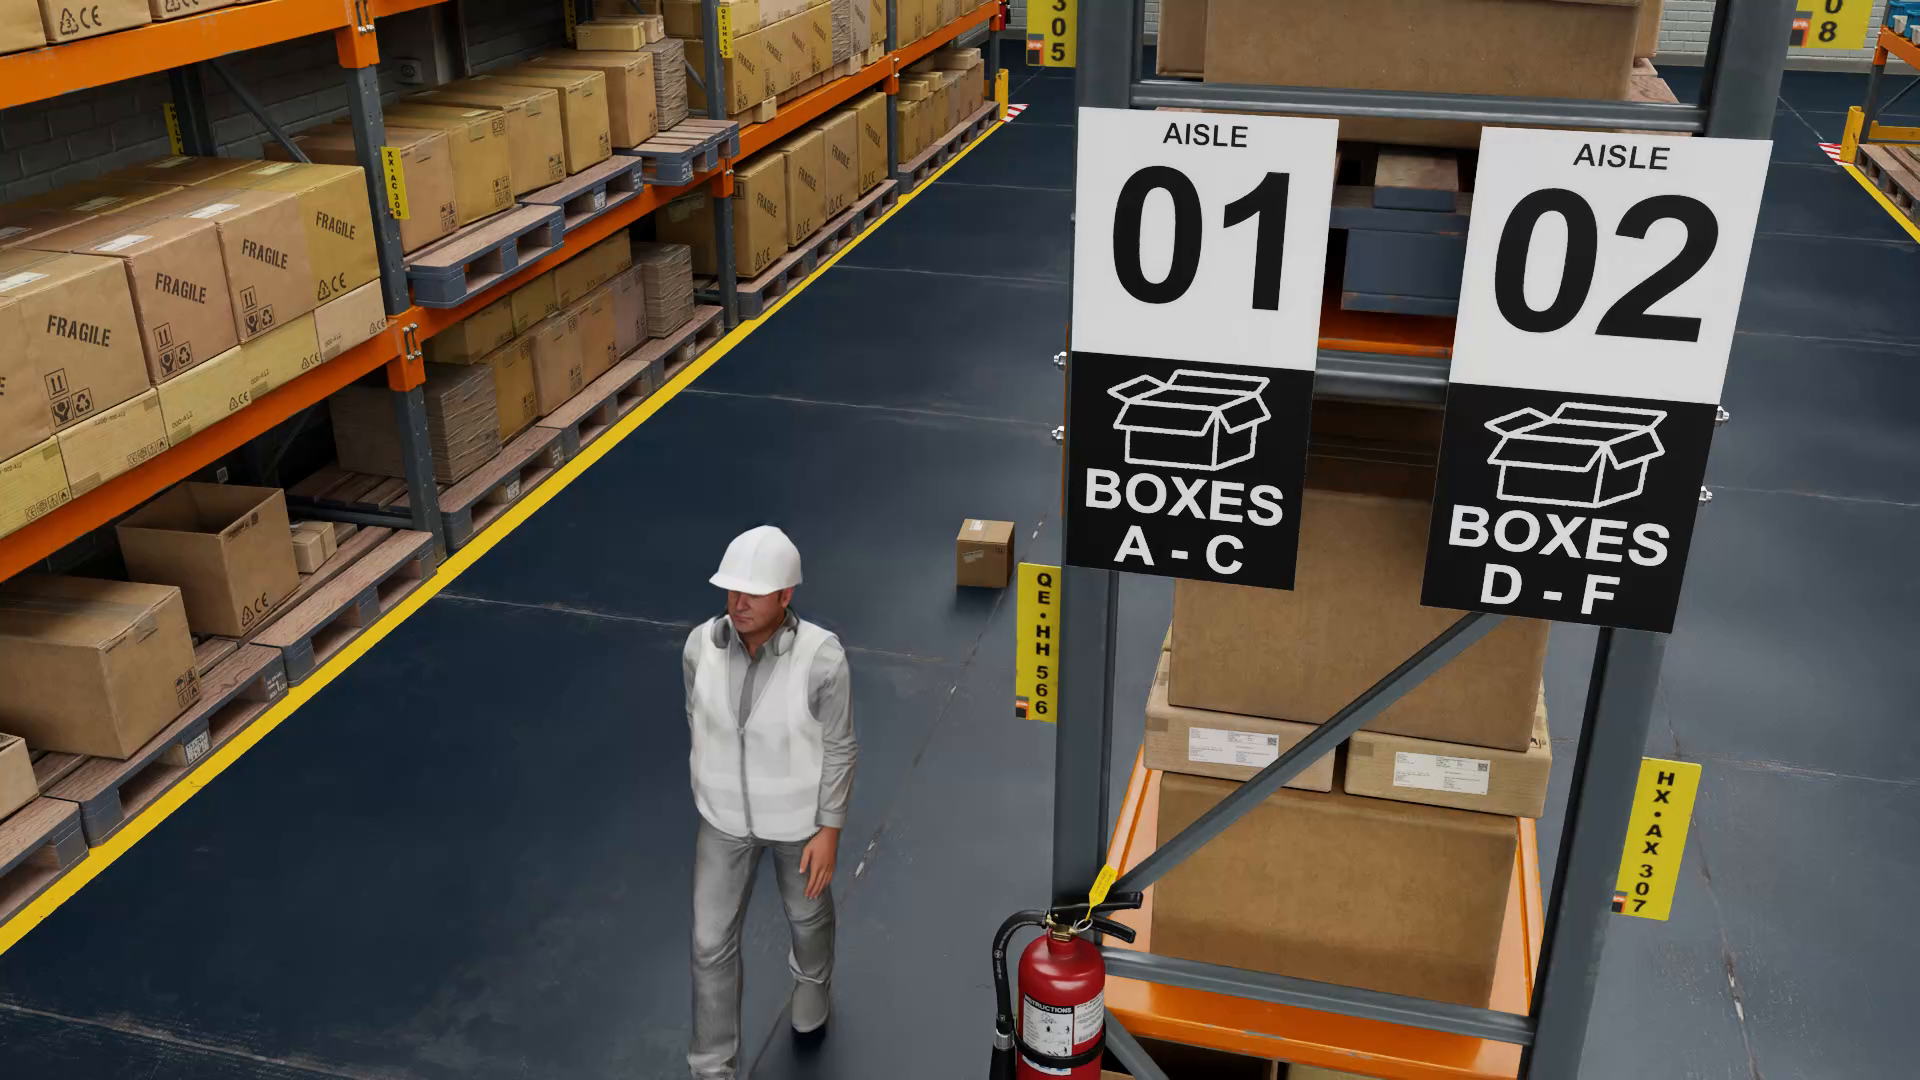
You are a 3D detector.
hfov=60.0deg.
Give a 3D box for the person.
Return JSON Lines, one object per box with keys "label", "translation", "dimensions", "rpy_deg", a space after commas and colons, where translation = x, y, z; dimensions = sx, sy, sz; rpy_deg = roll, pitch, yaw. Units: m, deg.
{"label": "person", "translation": [-0.571, 0.831, 4.808], "dimensions": [0.549, 1.785, 0.811], "rpy_deg": [5, 26, 10]}
